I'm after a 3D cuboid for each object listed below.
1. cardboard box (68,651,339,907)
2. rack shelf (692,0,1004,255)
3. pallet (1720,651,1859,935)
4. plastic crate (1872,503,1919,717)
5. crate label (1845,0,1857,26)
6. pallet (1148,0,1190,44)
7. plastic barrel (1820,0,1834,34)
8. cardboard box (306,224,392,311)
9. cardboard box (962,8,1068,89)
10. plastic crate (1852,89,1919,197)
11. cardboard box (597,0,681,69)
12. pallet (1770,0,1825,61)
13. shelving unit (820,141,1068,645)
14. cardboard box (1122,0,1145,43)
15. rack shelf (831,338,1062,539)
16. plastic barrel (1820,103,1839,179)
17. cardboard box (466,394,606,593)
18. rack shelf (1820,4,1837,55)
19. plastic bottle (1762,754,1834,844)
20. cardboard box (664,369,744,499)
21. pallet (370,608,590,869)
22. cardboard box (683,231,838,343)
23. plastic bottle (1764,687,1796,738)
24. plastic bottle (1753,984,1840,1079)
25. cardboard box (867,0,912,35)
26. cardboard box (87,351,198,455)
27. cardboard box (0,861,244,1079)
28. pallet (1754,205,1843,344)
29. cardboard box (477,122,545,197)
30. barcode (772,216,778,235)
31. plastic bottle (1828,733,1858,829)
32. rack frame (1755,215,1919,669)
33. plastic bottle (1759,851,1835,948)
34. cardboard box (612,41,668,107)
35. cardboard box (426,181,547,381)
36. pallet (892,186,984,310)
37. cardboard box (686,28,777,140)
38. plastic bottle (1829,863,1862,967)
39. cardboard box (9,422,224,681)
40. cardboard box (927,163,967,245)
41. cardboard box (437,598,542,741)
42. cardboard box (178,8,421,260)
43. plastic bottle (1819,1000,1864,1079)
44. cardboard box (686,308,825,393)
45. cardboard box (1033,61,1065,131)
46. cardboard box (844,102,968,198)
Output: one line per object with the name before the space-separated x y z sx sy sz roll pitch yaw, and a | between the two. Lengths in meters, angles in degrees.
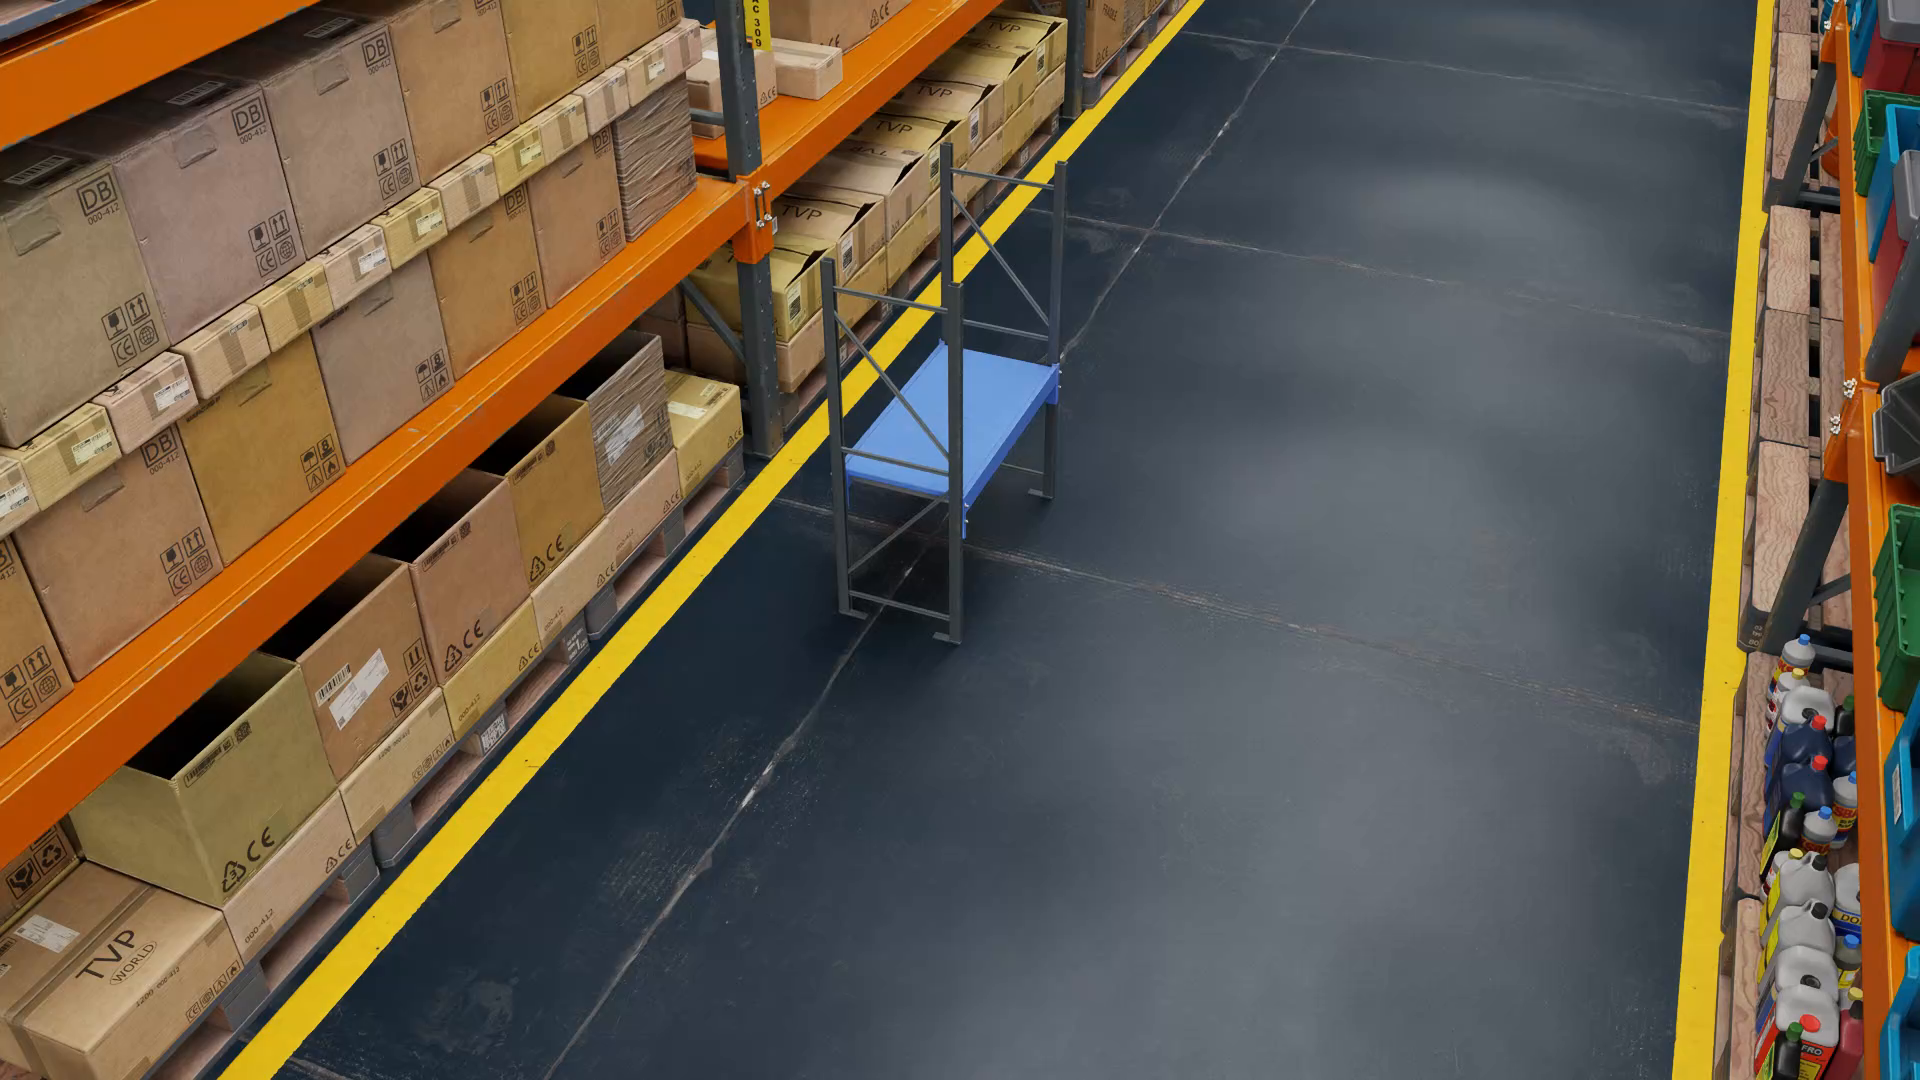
cardboard box | -2.181 0.630 4.722 0.500 0.500 0.500 14 39 18
rack shelf | -0.496 -2.513 8.208 1.077 0.370 4.000 14 39 18
pallet | 3.028 0.915 5.349 1.003 0.211 1.213 14 39 18
plastic crate | 2.545 0.208 4.143 0.450 0.188 0.662 14 39 18
crate label | 4.337 -2.564 7.814 0.303 0.233 0.416 14 39 18
pallet | 1.050 -3.870 11.751 1.003 0.211 1.213 14 39 18
plastic barrel | 5.874 -3.631 10.505 0.600 0.901 0.708 14 39 18
cardboard box | -1.845 -0.799 4.688 0.380 0.149 0.250 14 39 18
cardboard box | 0.293 -2.854 9.541 0.500 0.311 0.500 15 39 19
plastic crate | 3.724 -1.507 6.438 0.450 0.188 0.662 14 39 18
cardboard box | -1.420 -2.007 5.762 0.700 0.500 0.500 14 39 18
pallet | 6.034 -3.458 11.201 1.003 0.211 1.213 14 39 18
shelving unit | -0.032 -0.554 6.238 0.538 1.500 1.048 14 39 18
cardboard box | 0.896 -3.562 10.730 0.500 0.500 0.500 12 39 16
rack shelf | -0.032 -0.409 6.345 0.538 0.185 1.000 14 39 18
plastic barrel | 5.015 -2.352 8.853 0.600 0.830 0.708 14 39 18
cardboard box | -1.619 -0.203 5.836 0.500 0.500 0.500 14 39 18
rack shelf | 5.605 -3.598 9.659 1.077 0.370 4.000 14 39 18
plastic bottle | 2.560 0.778 5.049 0.144 0.351 0.185 12 38 16
cardboard box | -1.231 -0.455 6.799 0.500 0.250 0.500 14 39 18
pallet | -2.061 0.531 5.863 1.003 0.211 1.213 14 39 18
cardboard box | -0.869 -1.158 7.271 0.500 0.311 0.500 14 39 18
plastic bottle | 2.718 0.570 5.452 0.097 0.201 0.097 0 37 0
plastic bottle | 2.215 1.316 4.392 0.152 0.276 0.135 14 39 18
cardboard box | -0.559 -2.725 7.806 0.500 0.500 0.500 14 39 18
cardboard box | -2.138 -0.371 4.116 0.380 0.149 0.250 13 39 17
cardboard box | -2.369 1.207 4.575 0.500 0.250 0.500 14 39 18
pallet | 4.514 -1.241 8.235 1.003 0.211 1.213 14 39 18
cardboard box | -1.551 -1.232 5.267 0.380 0.149 0.250 14 39 18
barcode | -0.775 -1.300 6.903 0.001 0.075 0.075 14 39 18
plastic bottle | 2.765 0.706 5.145 0.144 0.351 0.185 14 39 18
rack frame | 3.322 -0.564 4.999 1.000 3.000 0.127 14 39 18
plastic bottle | 2.398 1.013 4.734 0.144 0.351 0.185 14 39 17
cardboard box | -1.258 -1.658 5.838 0.380 0.149 0.250 13 39 17
cardboard box | -1.809 -0.917 5.388 0.700 0.500 0.500 14 39 18
pallet | -0.550 -1.672 8.811 1.003 0.211 1.213 14 39 18
cardboard box | -1.110 -1.917 6.934 0.500 0.250 0.500 16 40 21
plastic bottle | 2.544 1.063 4.730 0.152 0.276 0.135 14 39 18
cardboard box | -2.394 -0.067 4.251 0.700 0.500 0.500 15 39 19
cardboard box | -0.290 -1.780 8.571 0.500 0.250 0.500 15 39 19
cardboard box | -1.797 0.377 5.686 0.500 0.250 0.500 14 39 18
cardboard box | -1.993 -1.173 4.647 0.700 0.500 0.500 14 39 18
plastic bottle | 2.314 1.337 4.358 0.061 0.283 0.133 14 39 18
cardboard box | -0.874 -0.928 7.432 0.500 0.250 0.500 13 39 17
cardboard box | 0.290 -2.629 9.708 0.500 0.250 0.500 15 39 19
cardboard box | -0.286 -2.009 8.410 0.500 0.311 0.500 15 39 19
